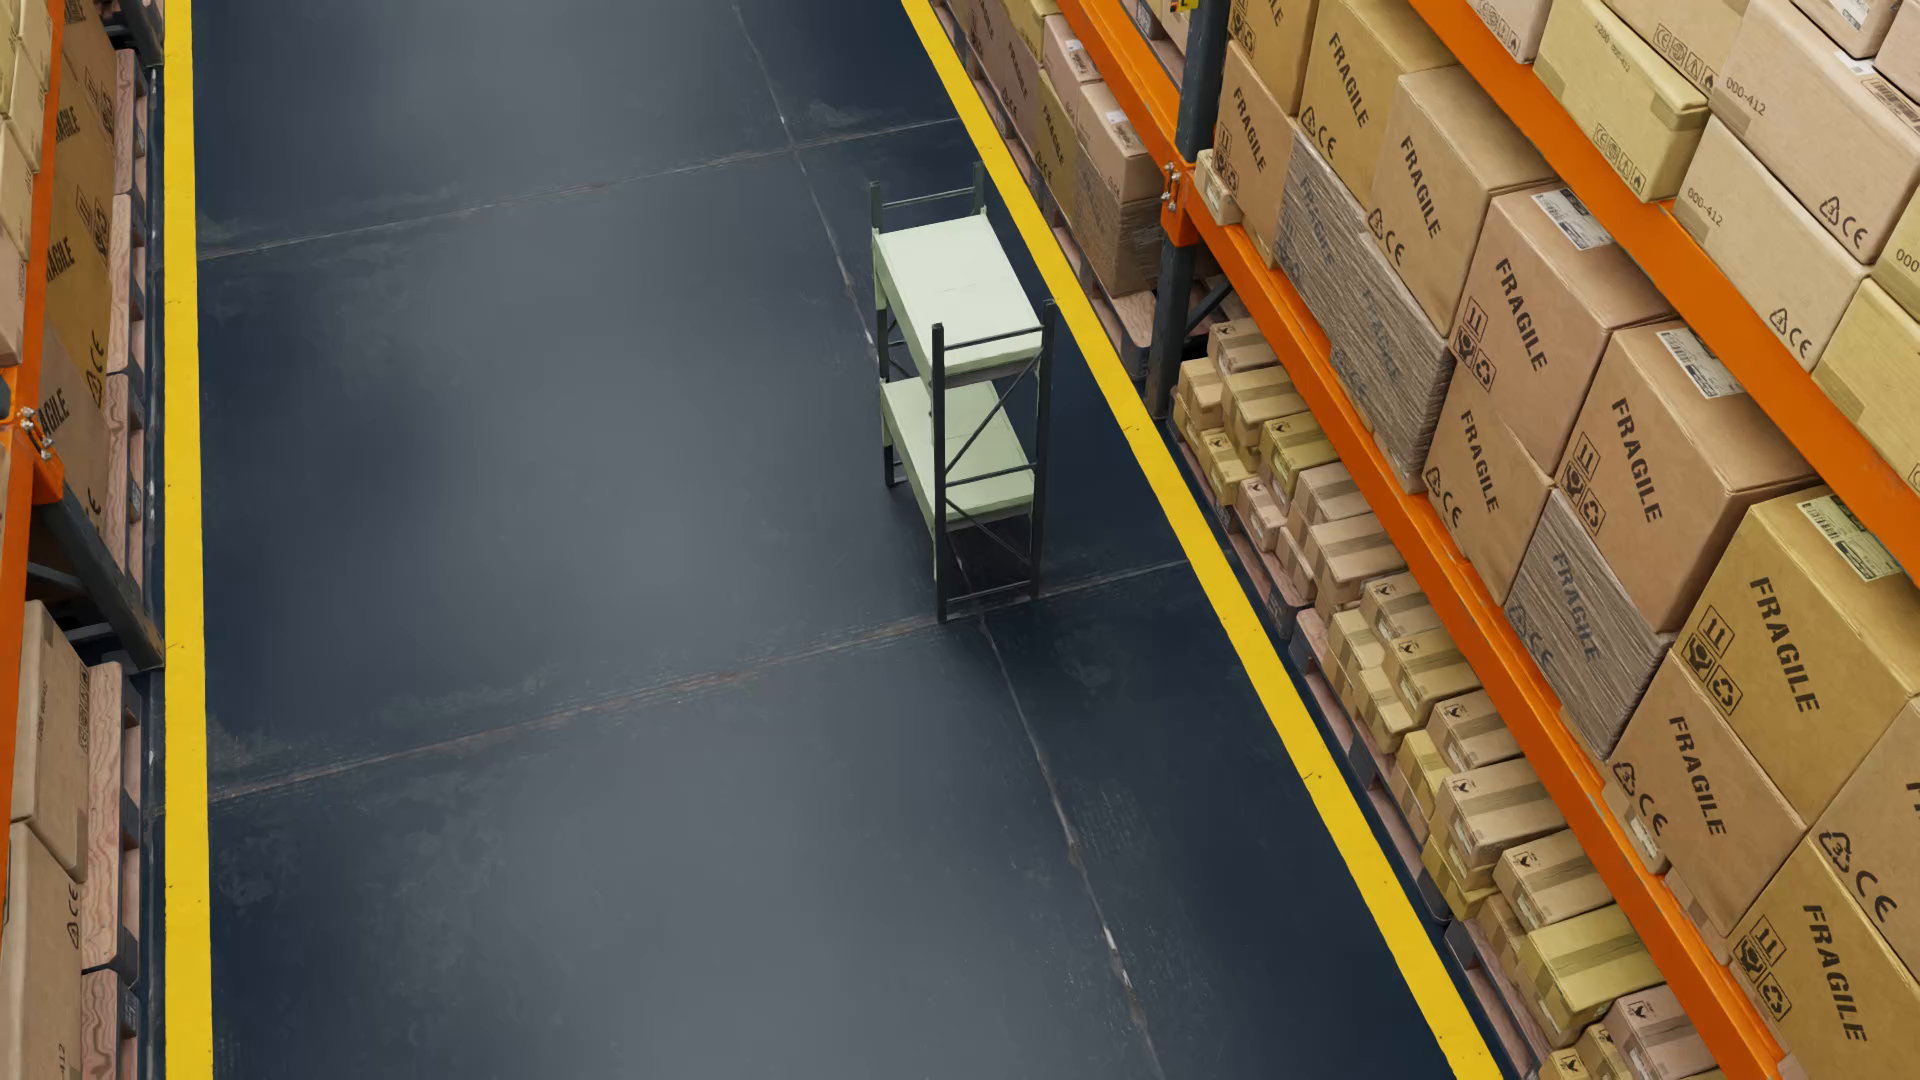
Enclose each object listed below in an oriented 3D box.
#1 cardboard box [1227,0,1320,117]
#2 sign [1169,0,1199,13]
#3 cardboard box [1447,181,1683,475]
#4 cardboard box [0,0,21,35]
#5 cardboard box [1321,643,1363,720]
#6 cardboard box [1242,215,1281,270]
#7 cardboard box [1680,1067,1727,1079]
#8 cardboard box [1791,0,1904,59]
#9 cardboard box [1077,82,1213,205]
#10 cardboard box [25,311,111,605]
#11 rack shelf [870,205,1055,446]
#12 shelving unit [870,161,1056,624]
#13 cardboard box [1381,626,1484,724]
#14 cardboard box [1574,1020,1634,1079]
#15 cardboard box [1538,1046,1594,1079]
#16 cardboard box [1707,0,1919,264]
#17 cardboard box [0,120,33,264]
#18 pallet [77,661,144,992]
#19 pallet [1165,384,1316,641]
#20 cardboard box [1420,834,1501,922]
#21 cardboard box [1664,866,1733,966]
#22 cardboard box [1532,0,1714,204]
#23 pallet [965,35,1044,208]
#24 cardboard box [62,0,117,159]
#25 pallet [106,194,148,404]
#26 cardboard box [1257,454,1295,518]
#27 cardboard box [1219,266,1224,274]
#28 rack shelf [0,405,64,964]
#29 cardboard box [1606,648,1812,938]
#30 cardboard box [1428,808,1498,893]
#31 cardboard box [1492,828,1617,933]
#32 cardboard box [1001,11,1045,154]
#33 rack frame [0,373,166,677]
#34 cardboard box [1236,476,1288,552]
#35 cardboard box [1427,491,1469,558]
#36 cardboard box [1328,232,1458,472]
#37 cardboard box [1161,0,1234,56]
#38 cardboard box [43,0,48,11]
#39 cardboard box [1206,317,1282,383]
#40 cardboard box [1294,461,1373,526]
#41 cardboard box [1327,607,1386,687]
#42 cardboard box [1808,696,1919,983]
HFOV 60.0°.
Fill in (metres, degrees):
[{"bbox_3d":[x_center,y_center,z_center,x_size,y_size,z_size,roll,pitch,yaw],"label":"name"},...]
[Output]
[{"bbox_3d":[1.171,-1.684,5.083,0.500,0.500,0.500,-12,51,-10],"label":"cardboard box"},{"bbox_3d":[0.742,-1.863,5.391,0.100,0.325,0.005,-13,51,-11],"label":"sign"},{"bbox_3d":[1.609,-0.558,4.135,0.500,0.500,0.500,-15,51,-12],"label":"cardboard box"},{"bbox_3d":[-3.745,-2.041,6.069,0.500,0.250,0.500,-15,51,-12],"label":"cardboard box"},{"bbox_3d":[1.494,0.443,5.795,0.380,0.149,0.250,-15,51,-12],"label":"cardboard box"},{"bbox_3d":[1.189,-1.084,5.656,0.380,0.149,0.250,-12,51,-10],"label":"cardboard box"},{"bbox_3d":[2.055,1.566,4.459,0.380,0.149,0.250,-13,51,-11],"label":"cardboard box"},{"bbox_3d":[1.726,-1.024,2.989,0.380,0.149,0.250,-12,51,-10],"label":"cardboard box"},{"bbox_3d":[0.809,-1.676,6.861,0.500,0.250,0.500,-15,51,-12],"label":"cardboard box"},{"bbox_3d":[-3.688,-0.310,5.954,0.875,0.875,0.875,-12,51,-10],"label":"cardboard box"},{"bbox_3d":[-0.002,-0.740,5.672,0.431,0.370,0.720,-13,51,-11],"label":"rack shelf"},{"bbox_3d":[-0.002,-0.488,5.970,0.431,1.500,0.755,-13,51,-11],"label":"shelving unit"},{"bbox_3d":[1.612,0.419,5.425,0.380,0.149,0.250,-13,51,-11],"label":"cardboard box"},{"bbox_3d":[1.999,1.467,4.736,0.380,0.149,0.250,-14,51,-12],"label":"cardboard box"},{"bbox_3d":[1.926,1.585,4.832,0.380,0.149,0.250,-12,51,-10],"label":"cardboard box"},{"bbox_3d":[1.773,-0.803,3.064,0.500,0.250,0.500,-13,51,-10],"label":"cardboard box"},{"bbox_3d":[-3.461,-1.135,5.633,0.500,0.250,0.500,-14,51,-12],"label":"cardboard box"},{"bbox_3d":[-3.278,1.047,5.519,1.003,0.211,1.213,-13,51,-11],"label":"pallet"},{"bbox_3d":[1.503,-0.237,6.601,1.003,0.211,1.213,-13,51,-11],"label":"pallet"},{"bbox_3d":[1.709,1.023,5.305,0.380,0.149,0.250,-15,52,-13],"label":"cardboard box"},{"bbox_3d":[1.961,0.840,4.034,0.380,0.149,0.250,-14,51,-11],"label":"cardboard box"},{"bbox_3d":[1.599,-1.008,3.563,0.500,0.250,0.500,-11,51,-9],"label":"cardboard box"},{"bbox_3d":[0.675,-2.180,8.240,1.003,0.211,1.213,-13,51,-11],"label":"pallet"},{"bbox_3d":[-4.486,-2.274,7.610,0.875,0.875,0.875,-14,51,-11],"label":"cardboard box"},{"bbox_3d":[-4.093,-0.965,7.215,1.003,0.211,1.213,-13,51,-11],"label":"pallet"},{"bbox_3d":[1.339,-0.259,6.191,0.380,0.149,0.250,-14,51,-11],"label":"cardboard box"},{"bbox_3d":[1.305,-1.547,7.242,0.500,0.500,0.500,-12,51,-10],"label":"cardboard box"},{"bbox_3d":[-2.837,1.268,3.980,1.077,0.370,4.000,-13,51,-11],"label":"rack shelf"},{"bbox_3d":[1.927,0.528,3.873,0.500,0.500,0.500,-14,51,-12],"label":"cardboard box"},{"bbox_3d":[1.704,0.916,5.201,0.380,0.149,0.250,-13,51,-10],"label":"cardboard box"},{"bbox_3d":[1.821,1.006,4.931,0.380,0.149,0.250,-15,52,-12],"label":"cardboard box"},{"bbox_3d":[0.512,-2.182,7.777,0.500,0.500,0.500,-14,51,-12],"label":"cardboard box"},{"bbox_3d":[-3.428,-0.425,4.936,1.000,3.000,0.127,-13,51,-11],"label":"rack frame"},{"bbox_3d":[1.273,-0.132,6.279,0.380,0.149,0.250,-14,51,-11],"label":"cardboard box"},{"bbox_3d":[1.601,-0.120,4.843,0.380,0.149,0.250,-12,51,-10],"label":"cardboard box"},{"bbox_3d":[1.444,-0.592,4.817,0.500,0.500,0.500,-14,51,-12],"label":"cardboard box"},{"bbox_3d":[0.964,-1.918,6.084,0.380,0.149,0.250,-14,51,-12],"label":"cardboard box"},{"bbox_3d":[-3.914,-2.246,6.570,0.500,0.250,0.500,-14,51,-11],"label":"cardboard box"},{"bbox_3d":[1.175,-0.728,6.392,0.380,0.149,0.250,-11,51,-9],"label":"cardboard box"},{"bbox_3d":[1.420,-0.154,5.909,0.380,0.149,0.250,-15,51,-12],"label":"cardboard box"},{"bbox_3d":[1.489,0.344,5.683,0.380,0.149,0.250,-14,51,-11],"label":"cardboard box"},{"bbox_3d":[2.081,0.575,3.179,0.500,0.500,0.500,-14,51,-12],"label":"cardboard box"}]
